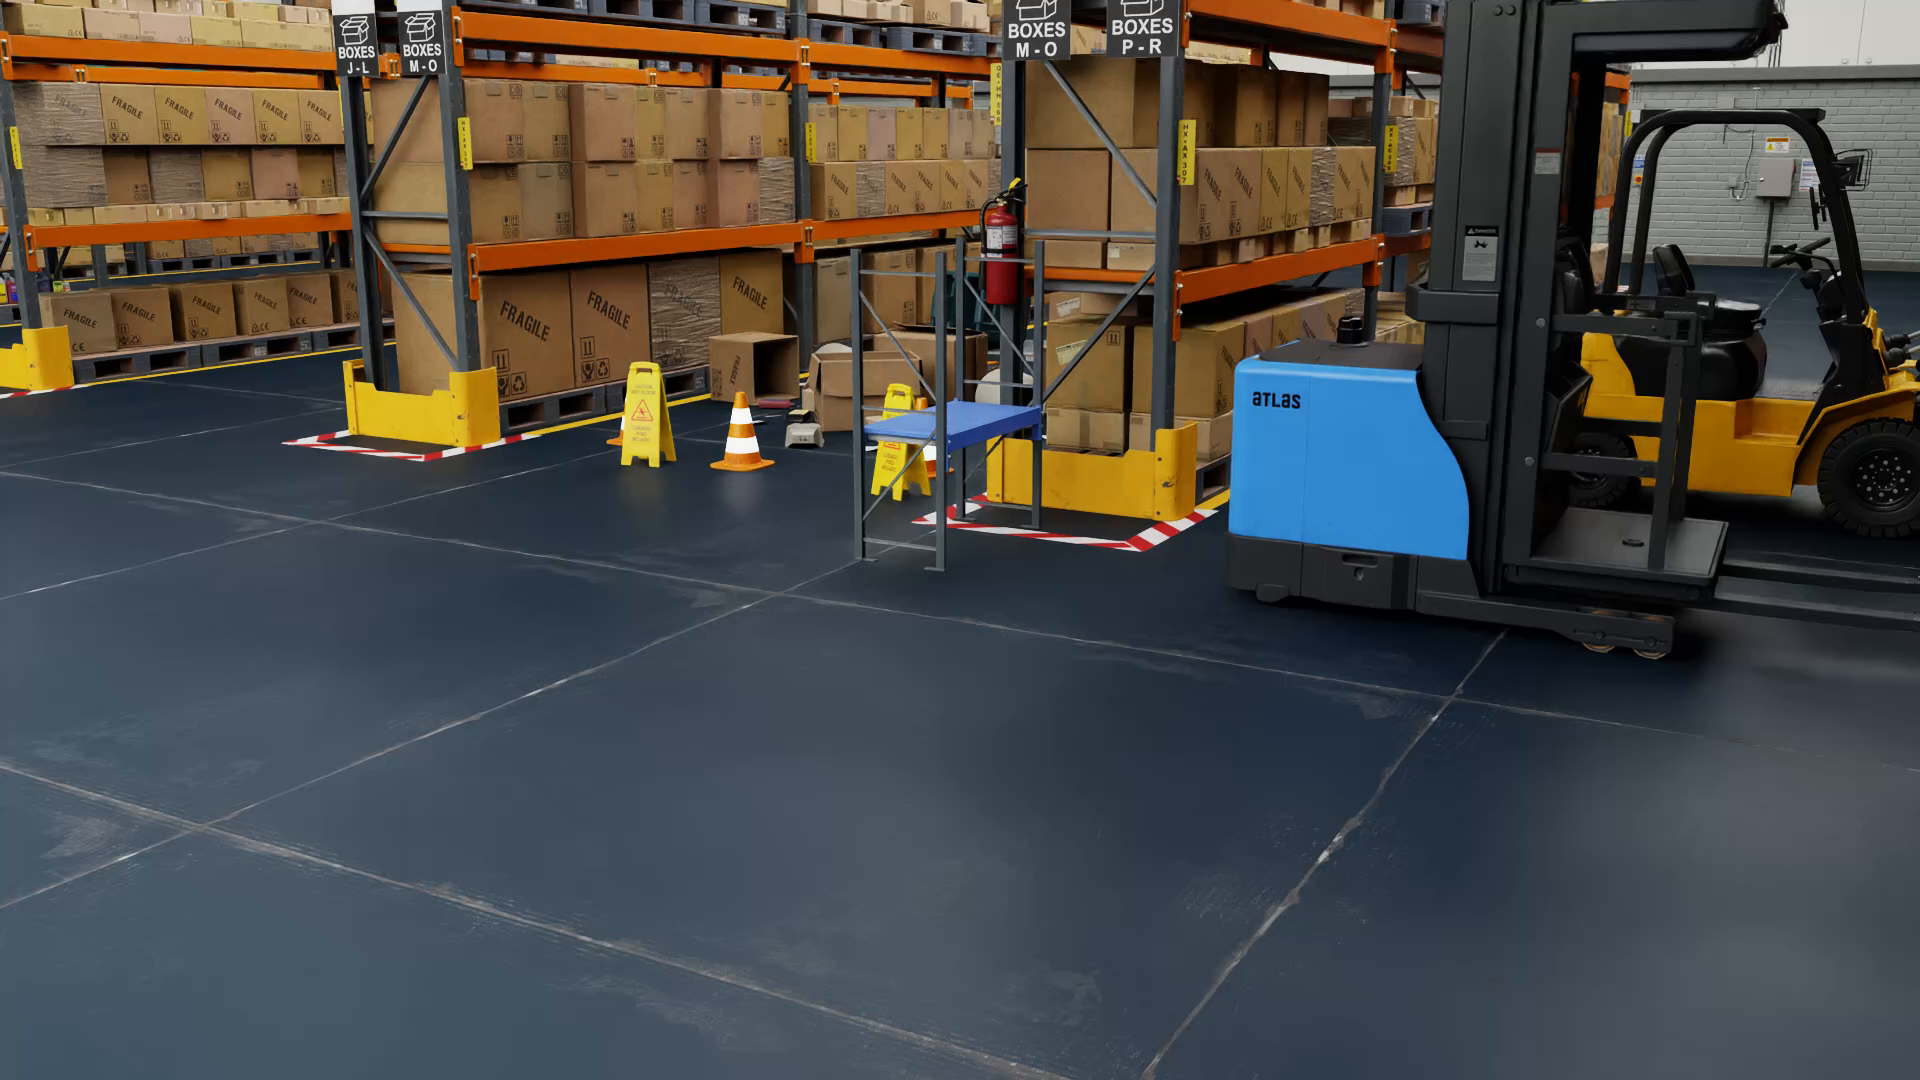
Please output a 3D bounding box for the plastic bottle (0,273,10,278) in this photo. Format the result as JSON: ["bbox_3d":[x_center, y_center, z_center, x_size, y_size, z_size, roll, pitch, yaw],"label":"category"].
[{"bbox_3d":[-11.059,-2.947,19.230,0.152,0.276,0.135,8,16,30],"label":"plastic bottle"}]

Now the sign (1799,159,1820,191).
[{"bbox_3d":[13.429,-5.752,26.196,0.329,0.494,0.001,7,15,28],"label":"sign"}]

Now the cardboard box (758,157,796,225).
[{"bbox_3d":[-1.928,-2.994,14.234,0.875,0.550,0.550,7,15,28],"label":"cardboard box"}]

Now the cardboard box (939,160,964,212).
[{"bbox_3d":[-0.294,-3.540,16.605,0.500,0.500,0.500,7,15,27],"label":"cardboard box"}]

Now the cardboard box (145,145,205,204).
[{"bbox_3d":[-7.281,-3.277,14.880,0.875,0.500,0.500,7,15,28],"label":"cardboard box"}]

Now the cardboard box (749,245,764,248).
[{"bbox_3d":[-3.330,-3.894,21.925,1.225,0.875,0.875,7,15,28],"label":"cardboard box"}]

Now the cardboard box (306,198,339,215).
[{"bbox_3d":[-6.226,-3.223,16.039,0.380,0.149,0.250,7,15,28],"label":"cardboard box"}]

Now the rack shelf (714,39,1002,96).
[{"bbox_3d":[-0.794,-4.517,16.006,1.077,0.370,4.000,7,15,28],"label":"rack shelf"}]

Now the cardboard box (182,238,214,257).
[{"bbox_3d":[-12.072,-4.693,25.994,0.500,0.500,0.500,7,15,26],"label":"cardboard box"}]

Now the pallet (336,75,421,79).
[{"bbox_3d":[-8.000,-6.475,22.996,1.003,0.211,1.213,7,15,28],"label":"pallet"}]

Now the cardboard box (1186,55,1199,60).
[{"bbox_3d":[2.796,-6.194,21.746,0.500,0.250,0.500,7,15,27],"label":"cardboard box"}]

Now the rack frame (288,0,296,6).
[{"bbox_3d":[-10.856,-9.262,27.752,1.000,3.000,0.127,7,15,28],"label":"rack frame"}]

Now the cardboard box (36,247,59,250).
[{"bbox_3d":[-13.320,-4.319,23.823,0.500,0.311,0.500,7,15,28],"label":"cardboard box"}]

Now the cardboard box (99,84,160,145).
[{"bbox_3d":[-7.235,-3.624,14.183,0.500,0.500,0.500,7,15,28],"label":"cardboard box"}]

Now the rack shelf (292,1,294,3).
[{"bbox_3d":[-9.889,-9.321,29.539,1.077,0.370,4.000,7,15,28],"label":"rack shelf"}]

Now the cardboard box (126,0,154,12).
[{"bbox_3d":[-7.112,-4.575,14.180,0.380,0.149,0.250,7,15,28],"label":"cardboard box"}]

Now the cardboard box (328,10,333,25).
[{"bbox_3d":[-6.167,-5.016,16.011,0.380,0.149,0.250,8,15,29],"label":"cardboard box"}]

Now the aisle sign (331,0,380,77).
[{"bbox_3d":[-3.991,-3.461,10.943,0.394,0.787,0.004,7,15,28],"label":"aisle sign"}]

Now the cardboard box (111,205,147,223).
[{"bbox_3d":[-7.266,-2.822,14.376,0.380,0.149,0.250,7,15,28],"label":"cardboard box"}]

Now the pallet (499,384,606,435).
[{"bbox_3d":[-3.376,-0.995,12.211,1.003,0.211,1.213,7,15,28],"label":"pallet"}]

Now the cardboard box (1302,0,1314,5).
[{"bbox_3d":[2.027,-3.442,10.547,0.380,0.149,0.250,8,16,29],"label":"cardboard box"}]

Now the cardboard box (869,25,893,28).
[{"bbox_3d":[-0.860,-5.155,16.197,0.500,0.311,0.500,7,15,27],"label":"cardboard box"}]

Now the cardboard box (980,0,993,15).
[{"bbox_3d":[0.141,-5.811,17.989,0.396,0.266,0.258,7,15,28],"label":"cardboard box"}]

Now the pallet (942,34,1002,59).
[{"bbox_3d":[-0.092,-5.048,17.073,1.213,0.211,1.003,8,16,31],"label":"pallet"}]

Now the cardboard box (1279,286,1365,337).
[{"bbox_3d":[2.570,-1.539,11.887,0.500,0.500,0.500,7,15,27],"label":"cardboard box"}]

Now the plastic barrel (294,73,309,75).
[{"bbox_3d":[-8.874,-6.447,22.235,0.421,0.512,0.421,0,14,0],"label":"plastic barrel"}]

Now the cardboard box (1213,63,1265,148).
[{"bbox_3d":[1.514,-2.753,10.569,0.700,0.500,0.500,7,15,28],"label":"cardboard box"}]

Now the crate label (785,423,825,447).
[{"bbox_3d":[-1.044,-0.705,11.165,0.250,0.136,0.298,0,14,-1],"label":"crate label"}]

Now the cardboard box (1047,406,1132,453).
[{"bbox_3d":[0.855,-0.707,10.035,0.500,0.250,0.500,7,15,28],"label":"cardboard box"}]

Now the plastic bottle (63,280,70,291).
[{"bbox_3d":[-10.292,-2.886,19.137,0.097,0.201,0.097,0,14,0],"label":"plastic bottle"}]

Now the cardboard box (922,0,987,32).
[{"bbox_3d":[-0.069,-5.238,16.543,0.500,0.311,0.500,7,15,28],"label":"cardboard box"}]

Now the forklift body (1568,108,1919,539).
[{"bbox_3d":[4.355,-1.259,9.168,2.313,2.155,1.214,7,15,28],"label":"forklift body"}]

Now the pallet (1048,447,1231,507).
[{"bbox_3d":[1.148,-0.460,9.993,1.003,0.211,1.213,7,15,28],"label":"pallet"}]

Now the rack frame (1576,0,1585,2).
[{"bbox_3d":[6.489,-7.016,18.436,1.000,3.000,0.127,7,15,28],"label":"rack frame"}]

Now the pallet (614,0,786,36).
[{"bbox_3d":[-2.165,-4.247,13.539,1.003,0.211,1.213,7,15,28],"label":"pallet"}]

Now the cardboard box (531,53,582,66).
[{"bbox_3d":[-4.608,-5.456,18.684,0.500,0.250,0.500,8,16,30],"label":"cardboard box"}]

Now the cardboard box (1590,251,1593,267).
[{"bbox_3d":[7.319,-3.359,20.636,0.875,0.438,0.875,7,15,26],"label":"cardboard box"}]

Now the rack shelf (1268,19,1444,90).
[{"bbox_3d":[3.588,-3.977,13.766,1.077,0.370,4.000,7,15,28],"label":"rack shelf"}]

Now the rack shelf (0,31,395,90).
[{"bbox_3d":[-7.020,-4.279,15.019,1.077,0.370,4.000,7,15,28],"label":"rack shelf"}]

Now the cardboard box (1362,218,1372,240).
[{"bbox_3d":[2.733,-2.236,11.944,0.380,0.149,0.250,7,15,27],"label":"cardboard box"}]

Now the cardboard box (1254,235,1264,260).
[{"bbox_3d":[1.601,-1.764,9.988,0.380,0.149,0.250,8,16,30],"label":"cardboard box"}]

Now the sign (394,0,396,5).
[{"bbox_3d":[-5.575,-5.231,16.328,0.100,0.325,0.005,7,15,28],"label":"sign"}]

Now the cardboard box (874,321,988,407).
[{"bbox_3d":[-0.234,-1.330,12.688,0.797,0.637,0.503,7,15,28],"label":"cardboard box"}]

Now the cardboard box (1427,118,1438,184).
[{"bbox_3d":[3.592,-3.122,13.340,0.500,0.500,0.500,7,15,28],"label":"cardboard box"}]

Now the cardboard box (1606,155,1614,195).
[{"bbox_3d":[8.165,-4.739,21.576,0.500,0.500,0.500,7,15,27],"label":"cardboard box"}]

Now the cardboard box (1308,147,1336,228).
[{"bbox_3d":[2.135,-2.319,10.904,0.500,0.500,0.500,8,16,30],"label":"cardboard box"}]

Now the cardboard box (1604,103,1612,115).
[{"bbox_3d":[8.114,-5.510,21.257,0.380,0.149,0.250,8,16,29],"label":"cardboard box"}]

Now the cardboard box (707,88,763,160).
[{"bbox_3d":[-2.133,-3.399,13.607,0.875,0.550,0.550,7,15,28],"label":"cardboard box"}]

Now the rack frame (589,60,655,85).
[{"bbox_3d":[-4.120,-4.402,20.392,1.000,3.000,0.127,7,15,28],"label":"rack frame"}]

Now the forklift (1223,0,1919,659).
[{"bbox_3d":[2.725,-1.096,6.824,3.031,2.935,1.130,7,15,26],"label":"forklift"}]

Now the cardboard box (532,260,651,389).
[{"bbox_3d":[-3.001,-1.677,12.725,0.875,0.875,0.875,7,15,27],"label":"cardboard box"}]

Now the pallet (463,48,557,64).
[{"bbox_3d":[-5.163,-5.276,18.018,1.213,0.211,1.003,7,15,28],"label":"pallet"}]

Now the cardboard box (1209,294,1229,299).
[{"bbox_3d":[1.613,-1.735,11.318,0.380,0.149,0.250,8,16,31],"label":"cardboard box"}]

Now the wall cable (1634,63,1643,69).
[{"bbox_3d":[10.926,-9.036,26.813,0.463,3.000,0.029,7,15,28],"label":"wall cable"}]

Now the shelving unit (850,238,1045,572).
[{"bbox_3d":[-0.041,-0.712,8.285,0.538,1.500,1.048,7,15,28],"label":"shelving unit"}]

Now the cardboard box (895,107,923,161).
[{"bbox_3d":[-0.789,-3.949,16.165,0.700,0.500,0.500,7,15,27],"label":"cardboard box"}]
